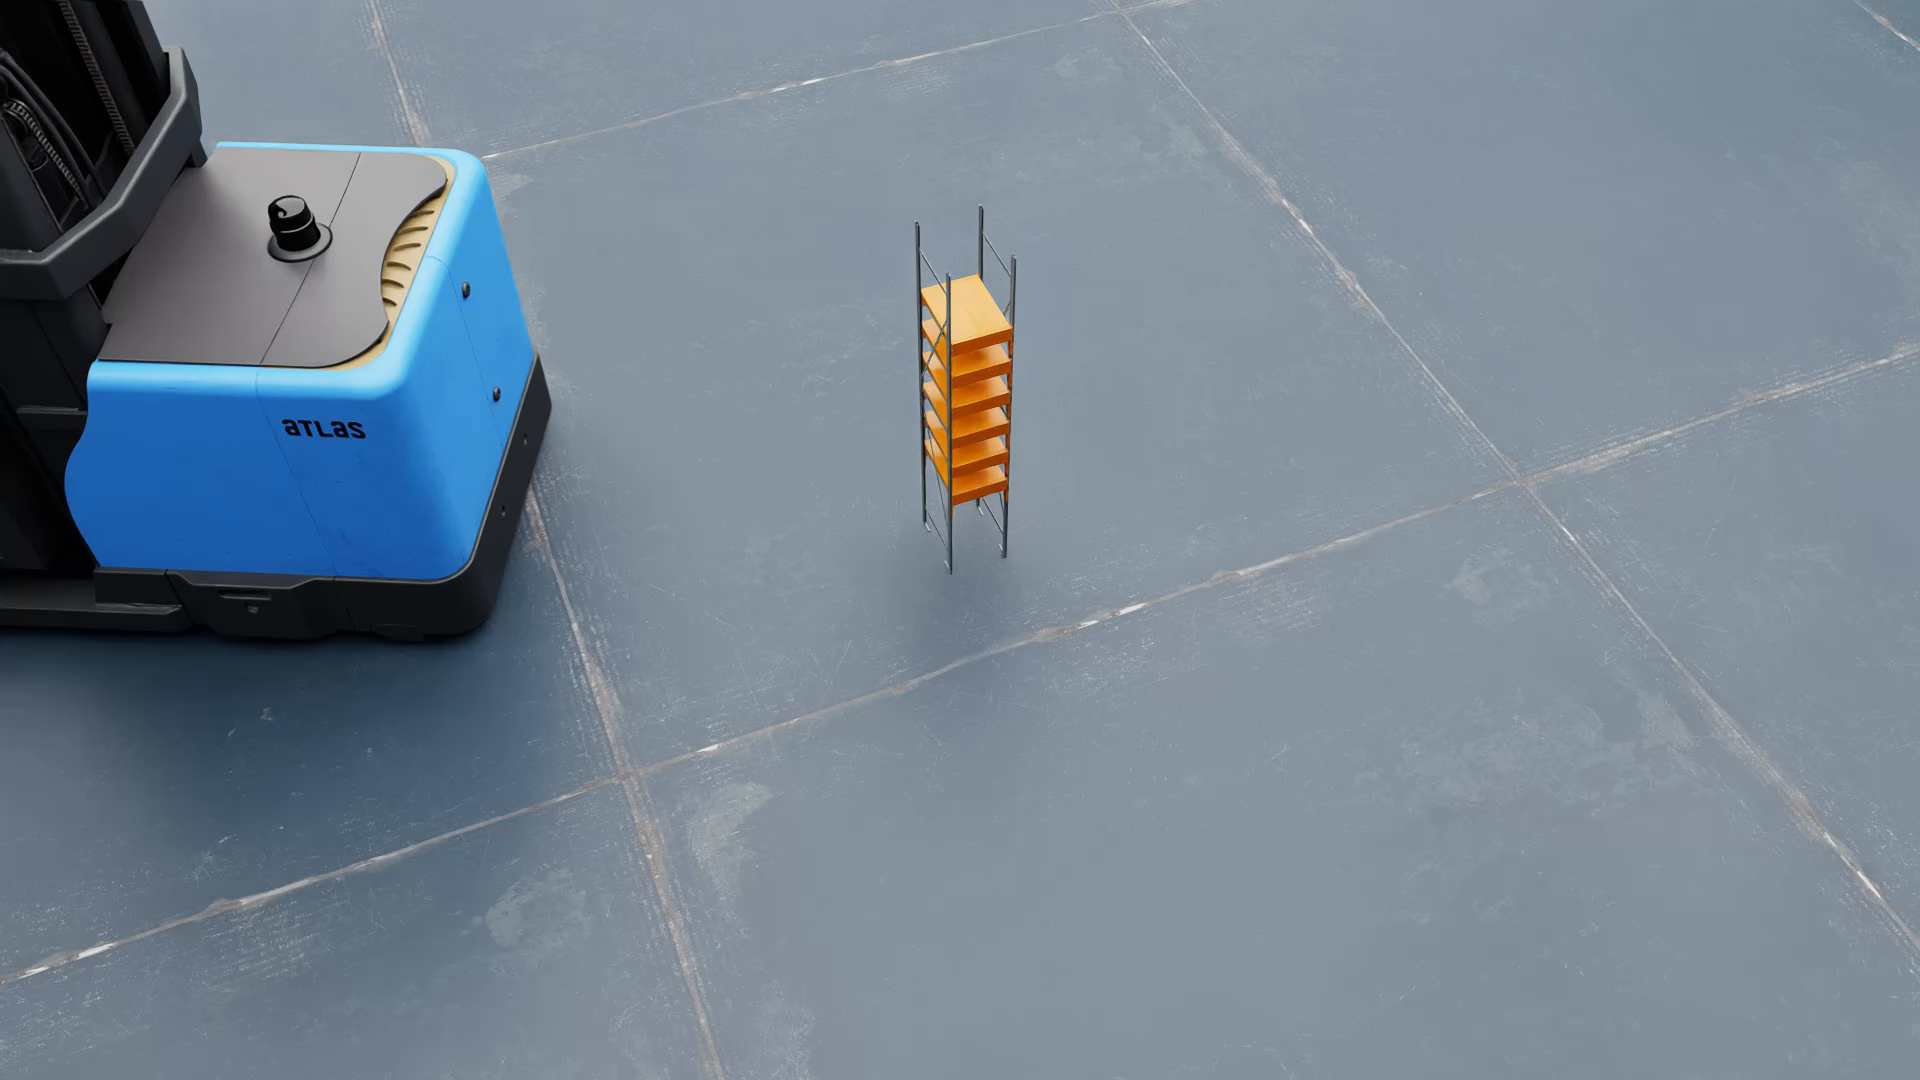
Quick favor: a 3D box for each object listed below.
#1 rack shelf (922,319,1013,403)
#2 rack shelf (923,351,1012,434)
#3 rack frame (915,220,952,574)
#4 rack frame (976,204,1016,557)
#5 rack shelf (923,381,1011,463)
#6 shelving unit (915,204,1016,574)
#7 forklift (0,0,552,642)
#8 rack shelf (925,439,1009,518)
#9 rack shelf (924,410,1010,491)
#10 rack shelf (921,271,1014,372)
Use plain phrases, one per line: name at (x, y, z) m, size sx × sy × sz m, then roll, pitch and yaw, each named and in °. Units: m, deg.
rack shelf at (0.013, -0.522, 4.650) m, size 0.180 × 0.103 × 0.258 m, roll -17°, pitch 52°, yaw -14°
rack shelf at (0.013, -0.444, 4.741) m, size 0.180 × 0.103 × 0.258 m, roll -17°, pitch 52°, yaw -14°
rack frame at (-0.071, -0.369, 4.776) m, size 0.006 × 1.200 × 0.240 m, roll -17°, pitch 52°, yaw -14°
rack frame at (0.098, -0.421, 4.821) m, size 0.006 × 1.200 × 0.240 m, roll -17°, pitch 52°, yaw -14°
rack shelf at (0.013, -0.366, 4.832) m, size 0.180 × 0.103 × 0.258 m, roll -17°, pitch 52°, yaw -14°
shelving unit at (0.013, -0.395, 4.798) m, size 0.189 × 1.200 × 0.258 m, roll -17°, pitch 52°, yaw -14°
forklift at (-2.892, -1.081, 4.246) m, size 3.031 × 2.935 × 1.130 m, roll 2°, pitch 49°, yaw 2°
rack shelf at (0.013, -0.210, 5.014) m, size 0.180 × 0.103 × 0.258 m, roll -17°, pitch 52°, yaw -14°
rack shelf at (0.013, -0.288, 4.923) m, size 0.180 × 0.103 × 0.258 m, roll -17°, pitch 52°, yaw -14°
rack shelf at (0.013, -0.601, 4.559) m, size 0.180 × 0.103 × 0.258 m, roll -17°, pitch 52°, yaw -14°
